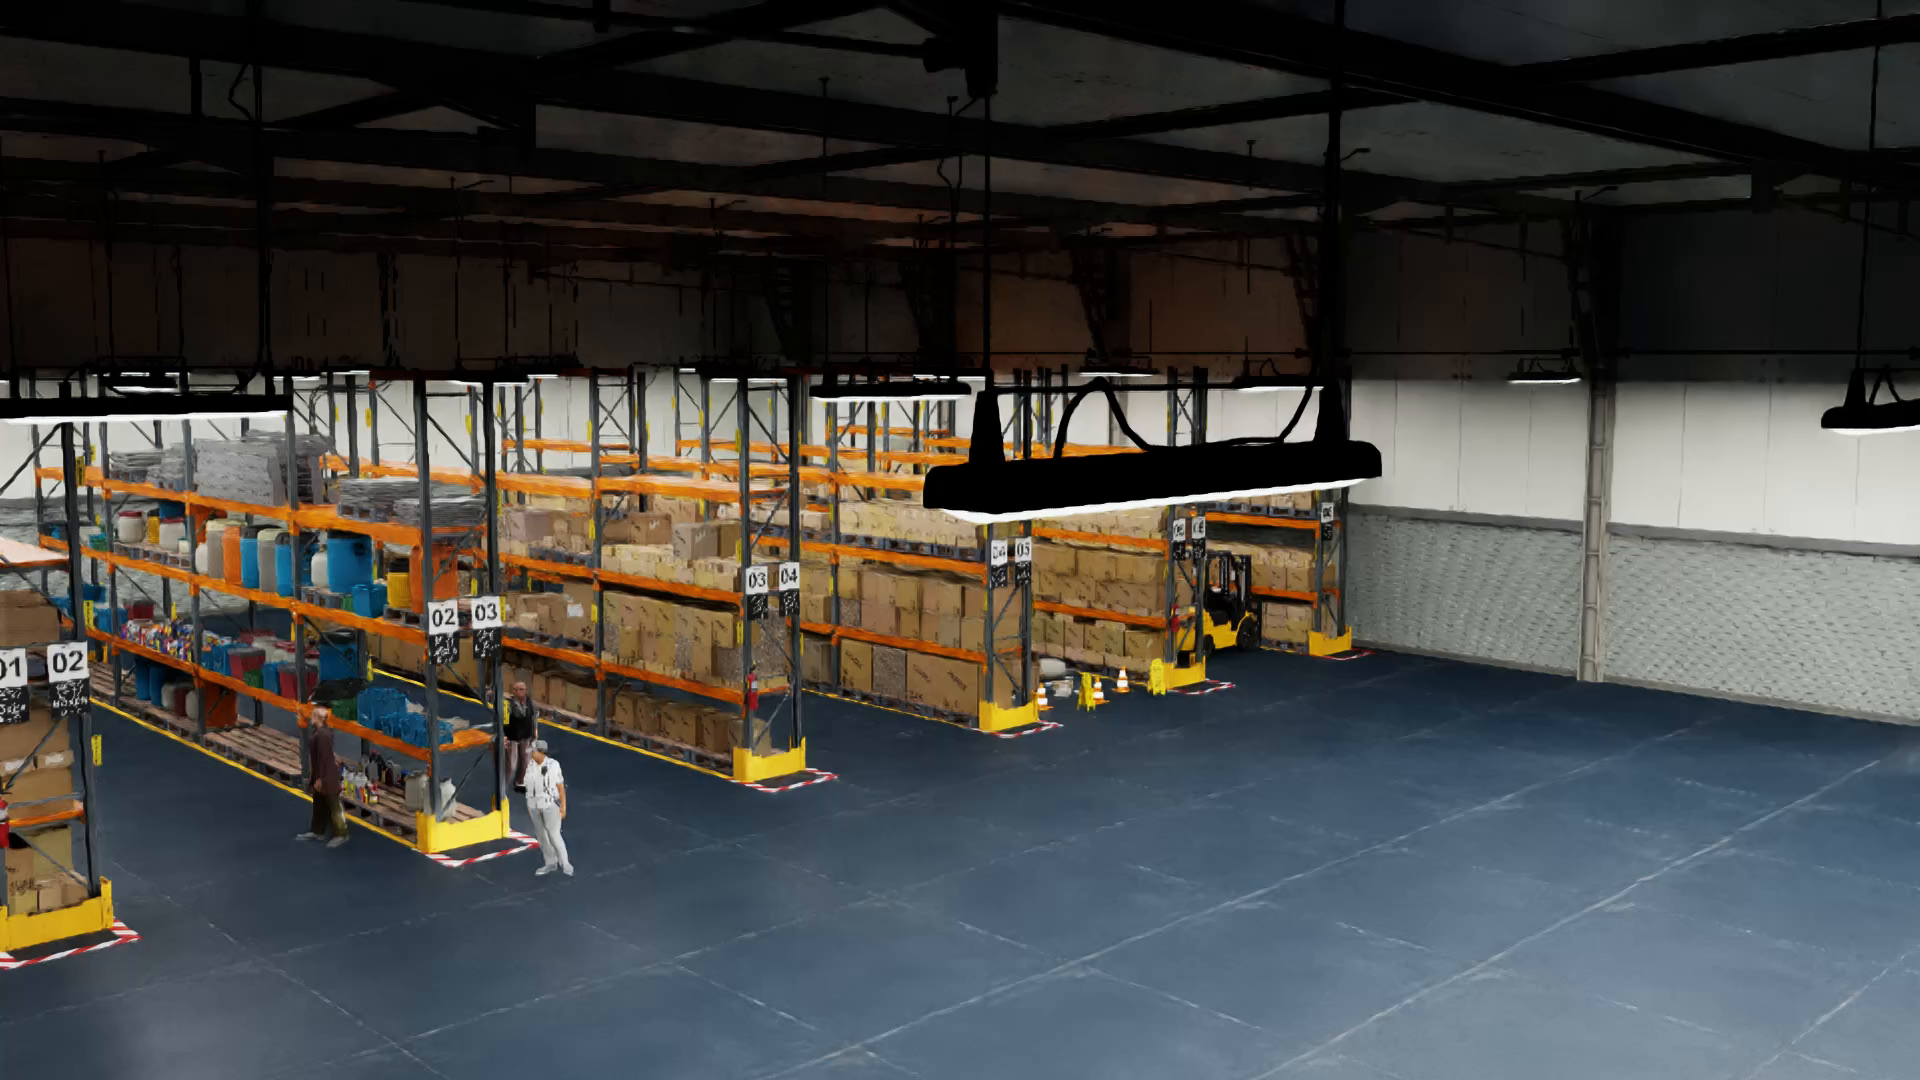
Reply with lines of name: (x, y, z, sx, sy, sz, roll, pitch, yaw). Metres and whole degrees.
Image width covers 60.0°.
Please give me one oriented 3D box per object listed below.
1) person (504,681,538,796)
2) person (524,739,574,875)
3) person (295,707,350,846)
person: (-6.344, 2.829, 23.780, 0.534, 1.671, 0.677, 6, 9, 44)
person: (-4.998, 3.231, 20.150, 0.601, 1.658, 0.412, 2, 7, 20)
person: (-8.237, 3.020, 21.400, 0.642, 1.771, 0.691, -3, 7, -25)
